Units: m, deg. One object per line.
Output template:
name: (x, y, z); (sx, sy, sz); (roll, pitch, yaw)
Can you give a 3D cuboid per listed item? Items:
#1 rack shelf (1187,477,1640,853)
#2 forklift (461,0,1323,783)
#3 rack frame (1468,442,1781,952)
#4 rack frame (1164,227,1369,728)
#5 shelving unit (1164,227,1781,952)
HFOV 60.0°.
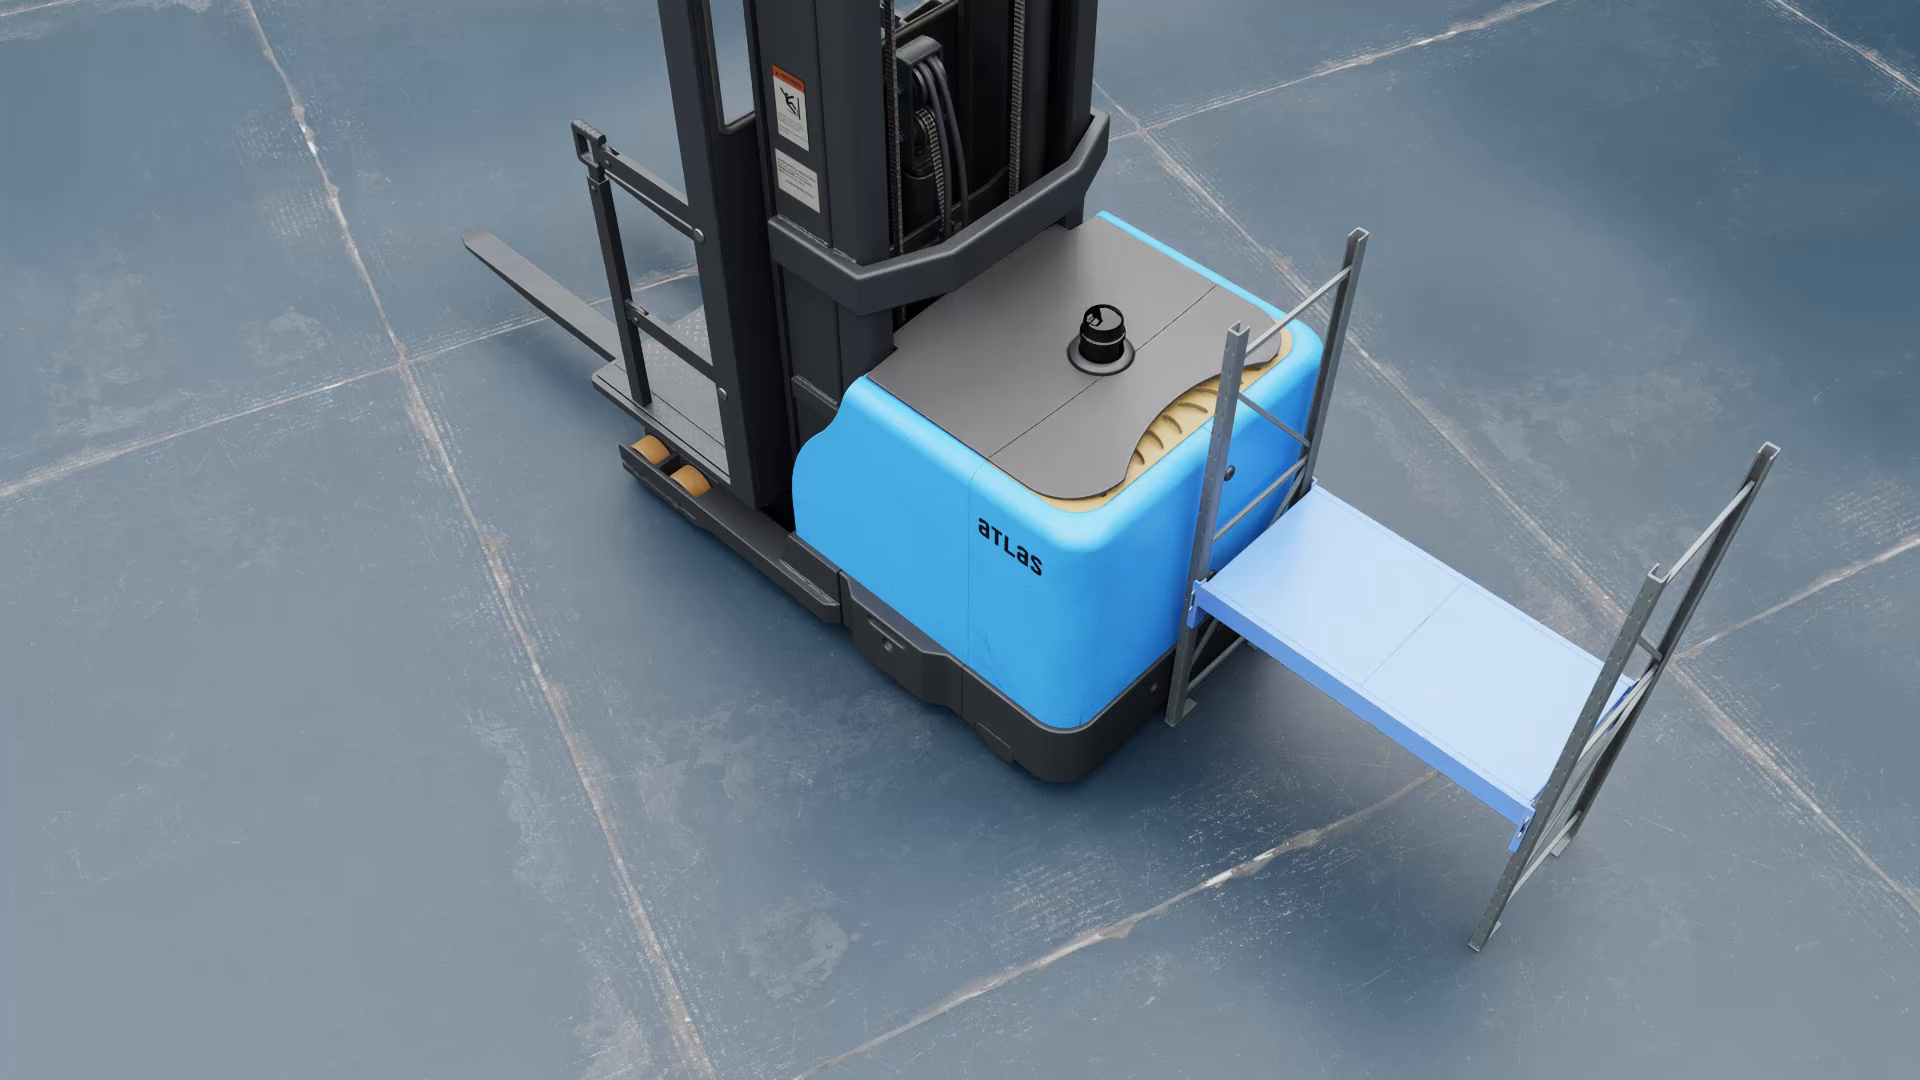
rack shelf: (1.140, 0.286, 4.242); (1.000, 0.185, 0.538); (36, 58, 27)
forklift: (-0.450, -1.290, 4.431); (3.031, 2.935, 1.130); (36, 58, 27)
rack frame: (1.506, 0.433, 3.875); (0.032, 1.500, 0.500); (36, 58, 27)
rack frame: (0.773, -0.097, 4.339); (0.032, 1.500, 0.500); (36, 58, 27)
shelving unit: (1.140, 0.168, 4.107); (1.048, 1.500, 0.538); (36, 58, 27)
